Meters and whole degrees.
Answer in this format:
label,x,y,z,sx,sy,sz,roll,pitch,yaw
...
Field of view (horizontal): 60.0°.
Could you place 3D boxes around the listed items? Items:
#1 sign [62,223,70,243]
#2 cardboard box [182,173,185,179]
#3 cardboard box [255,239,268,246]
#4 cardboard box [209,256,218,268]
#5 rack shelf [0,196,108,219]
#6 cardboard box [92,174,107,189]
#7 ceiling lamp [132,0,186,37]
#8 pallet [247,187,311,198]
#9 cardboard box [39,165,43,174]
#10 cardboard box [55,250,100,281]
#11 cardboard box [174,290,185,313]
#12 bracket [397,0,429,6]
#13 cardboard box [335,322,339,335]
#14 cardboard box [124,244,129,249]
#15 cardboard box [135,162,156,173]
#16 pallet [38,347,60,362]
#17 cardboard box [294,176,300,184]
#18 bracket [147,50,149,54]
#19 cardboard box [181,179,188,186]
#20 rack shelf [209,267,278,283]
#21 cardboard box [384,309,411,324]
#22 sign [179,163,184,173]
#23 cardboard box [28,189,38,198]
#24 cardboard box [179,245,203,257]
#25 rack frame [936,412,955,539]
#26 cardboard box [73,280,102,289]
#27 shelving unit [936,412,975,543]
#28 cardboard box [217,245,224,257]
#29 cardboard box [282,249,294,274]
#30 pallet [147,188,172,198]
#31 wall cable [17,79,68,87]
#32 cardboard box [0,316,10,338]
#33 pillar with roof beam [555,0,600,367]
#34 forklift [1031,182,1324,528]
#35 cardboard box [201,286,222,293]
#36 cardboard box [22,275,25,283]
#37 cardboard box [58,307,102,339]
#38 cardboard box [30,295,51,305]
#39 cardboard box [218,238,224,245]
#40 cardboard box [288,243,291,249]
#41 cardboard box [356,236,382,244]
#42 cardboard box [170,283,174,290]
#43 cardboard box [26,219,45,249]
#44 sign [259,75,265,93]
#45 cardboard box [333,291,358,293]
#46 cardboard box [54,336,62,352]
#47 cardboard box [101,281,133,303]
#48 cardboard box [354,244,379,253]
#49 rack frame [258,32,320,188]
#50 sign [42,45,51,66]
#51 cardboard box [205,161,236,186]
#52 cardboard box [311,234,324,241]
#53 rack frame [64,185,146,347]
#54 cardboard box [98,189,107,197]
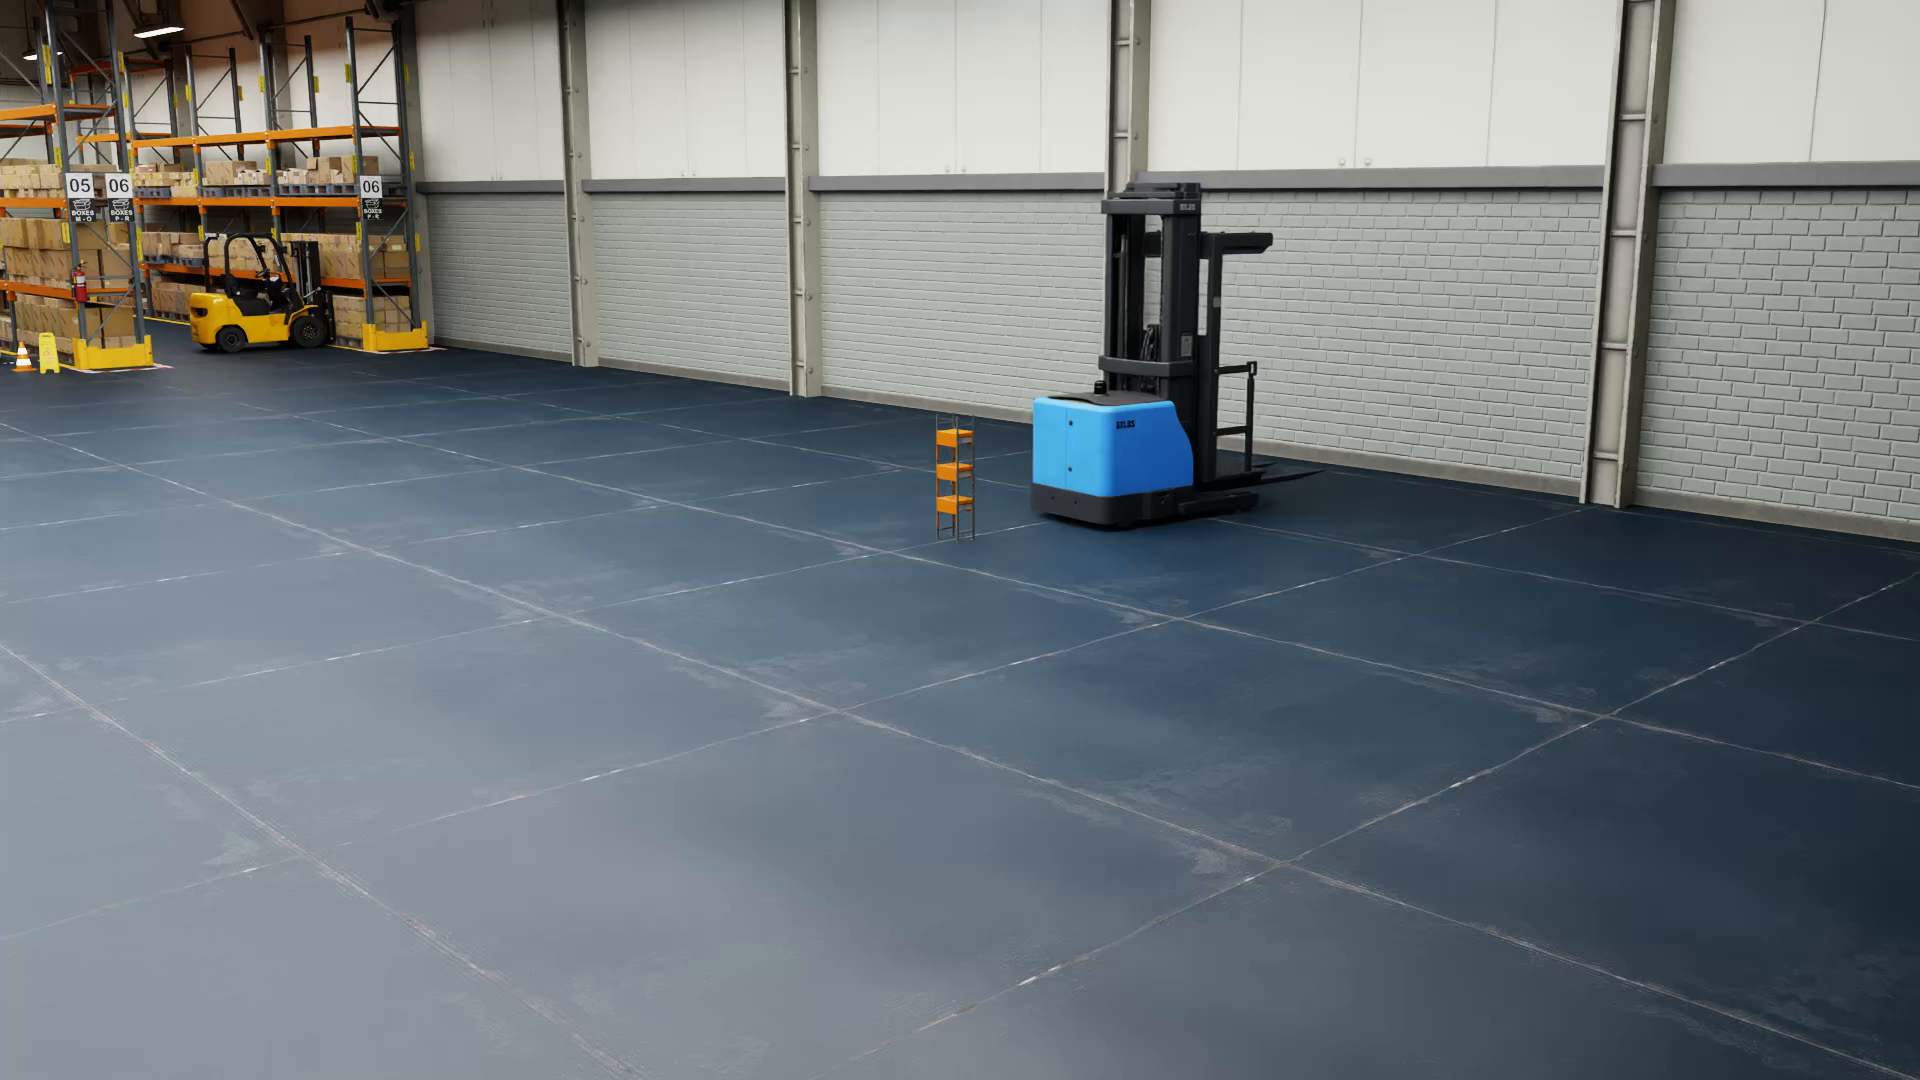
label,x,y,z,sx,sy,sz,roll,pitch,yaw
sign,-14.686,-5.045,27.312,0.100,0.325,0.005,-11,16,-43
cardboard box,-17.130,-8.131,37.155,0.380,0.149,0.250,-11,16,-43
cardboard box,-14.441,-6.157,34.508,0.250,0.149,0.380,11,16,43
cardboard box,-16.078,-6.085,36.384,0.500,0.250,0.500,-11,16,-42
rack shelf,-15.651,-5.806,29.008,1.077,0.370,4.000,-11,16,-43
cardboard box,-14.425,-6.049,28.040,0.500,0.250,0.500,-11,16,-44
ceiling lamp,-14.939,-11.144,31.236,0.800,3.185,2.000,-11,16,-43
pallet,-14.064,-7.176,34.348,1.217,0.209,0.805,11,16,43
cardboard box,-15.521,-6.343,28.477,0.250,0.149,0.380,11,16,44
cardboard box,-14.844,-4.633,27.980,0.500,0.500,0.500,-11,16,-44
cardboard box,-17.729,-5.494,38.298,0.500,0.500,0.500,11,16,43
bracket,-8.691,-9.530,28.945,0.076,0.066,4.783,-11,16,-43
cardboard box,-11.911,-4.121,32.255,0.500,0.250,0.500,-11,16,-42
cardboard box,-19.855,-7.025,40.208,0.500,0.250,0.500,-11,16,-42
cardboard box,-19.014,-8.698,38.831,0.396,0.266,0.258,-11,16,-43
pallet,-15.697,-3.344,29.620,1.003,0.211,1.213,-11,16,-43
cardboard box,-12.824,-7.054,32.618,0.380,0.149,0.250,-10,15,-41
bracket,-19.342,-11.780,39.870,0.235,0.232,0.430,-11,16,-43
cardboard box,-17.158,-7.979,37.156,0.380,0.149,0.250,-11,16,-43
rack shelf,-14.826,-5.613,35.504,1.077,0.370,4.000,-11,16,-43
cardboard box,-10.857,-4.291,31.840,0.500,0.250,0.500,-11,16,-42
sign,-18.571,-8.834,39.665,0.100,0.325,0.005,-11,16,-43
cardboard box,-15.812,-5.974,28.666,0.380,0.149,0.250,-11,16,-43
cardboard box,-17.170,-6.498,37.350,0.500,0.250,0.500,11,16,42
rack frame,-0.121,-0.540,13.930,0.200,1.050,0.008,-11,16,-43
cardboard box,-14.683,-4.299,27.967,0.380,0.149,0.250,-10,15,-41
shelving unit,-0.037,-0.522,13.843,0.215,1.050,0.252,-11,16,-43
cardboard box,-15.733,-6.256,35.978,0.500,0.250,0.500,-10,15,-41
cardboard box,-13.328,-5.621,33.514,0.500,0.500,0.500,11,16,44
pallet,-17.852,-7.962,38.156,1.213,0.211,1.003,-11,16,-43
wall cable,-24.704,-14.089,46.213,2.988,3.039,0.133,-11,16,-43
cardboard box,-17.896,-4.080,31.755,0.950,0.372,0.625,-10,15,-39
pillar with roof beam,-9.482,-6.780,24.517,9.100,9.000,0.400,-11,16,-43
forklift,2.116,-1.756,15.173,3.031,2.935,1.130,-9,15,-37
cardboard box,-16.732,-5.593,37.172,0.250,0.149,0.380,11,16,42
cardboard box,-16.630,-4.703,29.929,0.380,0.149,0.250,-11,16,-43
cardboard box,-15.012,-3.704,28.372,0.500,0.500,0.500,-11,16,-42
cardboard box,-16.233,-4.261,29.468,0.380,0.149,0.250,-10,15,-39
cardboard box,-15.819,-6.464,35.995,0.380,0.149,0.250,-10,16,-41
cardboard box,-13.235,-5.919,33.353,0.380,0.149,0.250,-10,16,-41
cardboard box,-11.083,-5.625,31.187,0.380,0.149,0.250,-11,16,-42
cardboard box,-18.137,-5.905,38.687,0.380,0.149,0.250,-11,16,-43
cardboard box,-15.552,-5.261,28.550,0.700,0.500,0.500,-11,16,-43
sign,-13.829,-9.031,32.932,0.100,0.325,0.005,-11,16,-43
cardboard box,-12.265,-4.830,33.215,0.500,0.250,0.500,-11,16,-42
cardboard box,-15.375,-3.413,28.820,0.500,0.250,0.500,-11,16,-42
cardboard box,-21.378,-6.305,42.228,0.637,0.503,0.797,11,16,43
cardboard box,-11.125,-5.468,31.162,0.380,0.149,0.250,-11,16,-42
rack frame,-13.445,-8.612,33.410,1.000,3.000,0.127,-11,16,-43
sign,-14.686,-7.796,26.745,0.100,0.325,0.005,-11,16,-43
cardboard box,-15.883,-7.890,35.805,0.500,0.500,0.500,-11,16,-42
cardboard box,-12.493,-5.921,32.624,0.380,0.149,0.250,-11,16,-43
rack frame,-14.270,-4.397,27.822,1.000,3.000,0.127,-11,16,-43
cardboard box,-14.265,-5.837,27.999,0.380,0.149,0.250,-11,16,-42
